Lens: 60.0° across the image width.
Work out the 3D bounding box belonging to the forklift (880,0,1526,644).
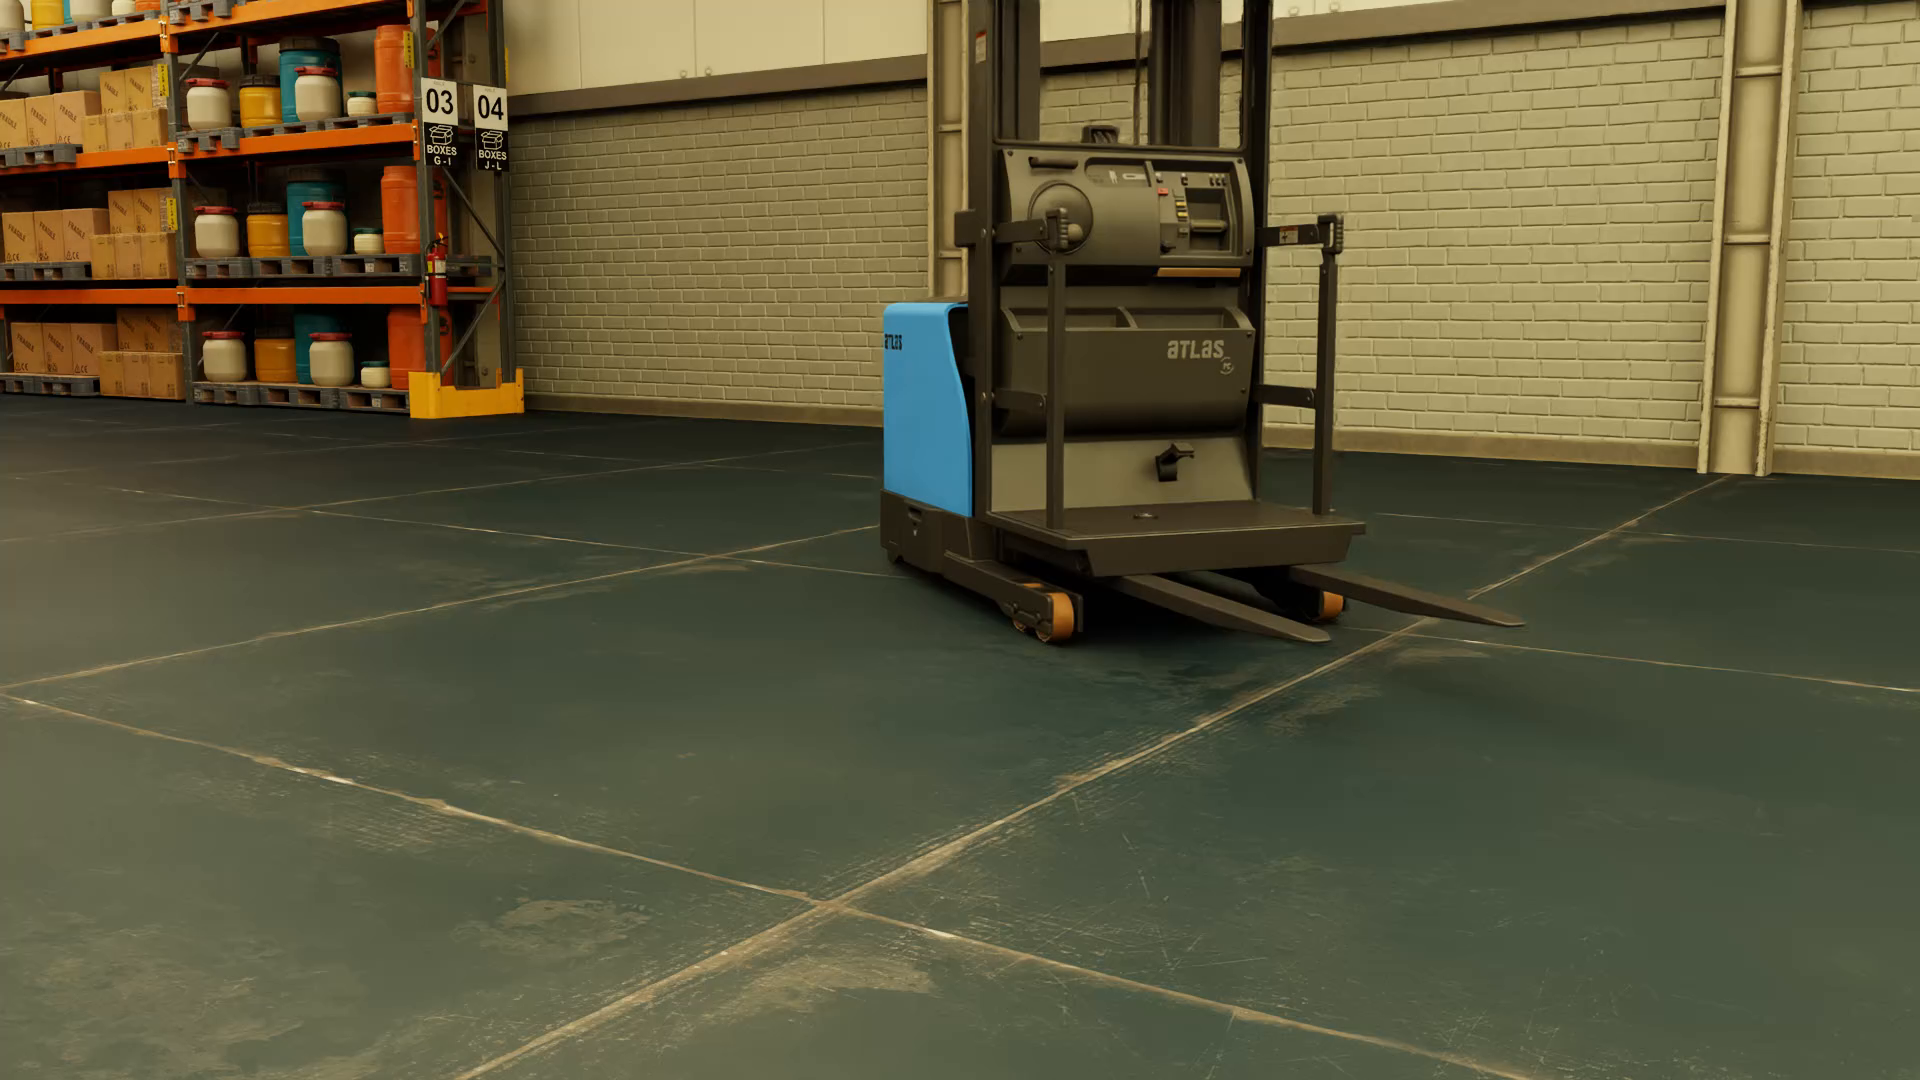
[{"bbox_3d":[0.667,-1.189,5.555,1.130,2.935,3.031,-3,9,-21],"label":"forklift"}]
